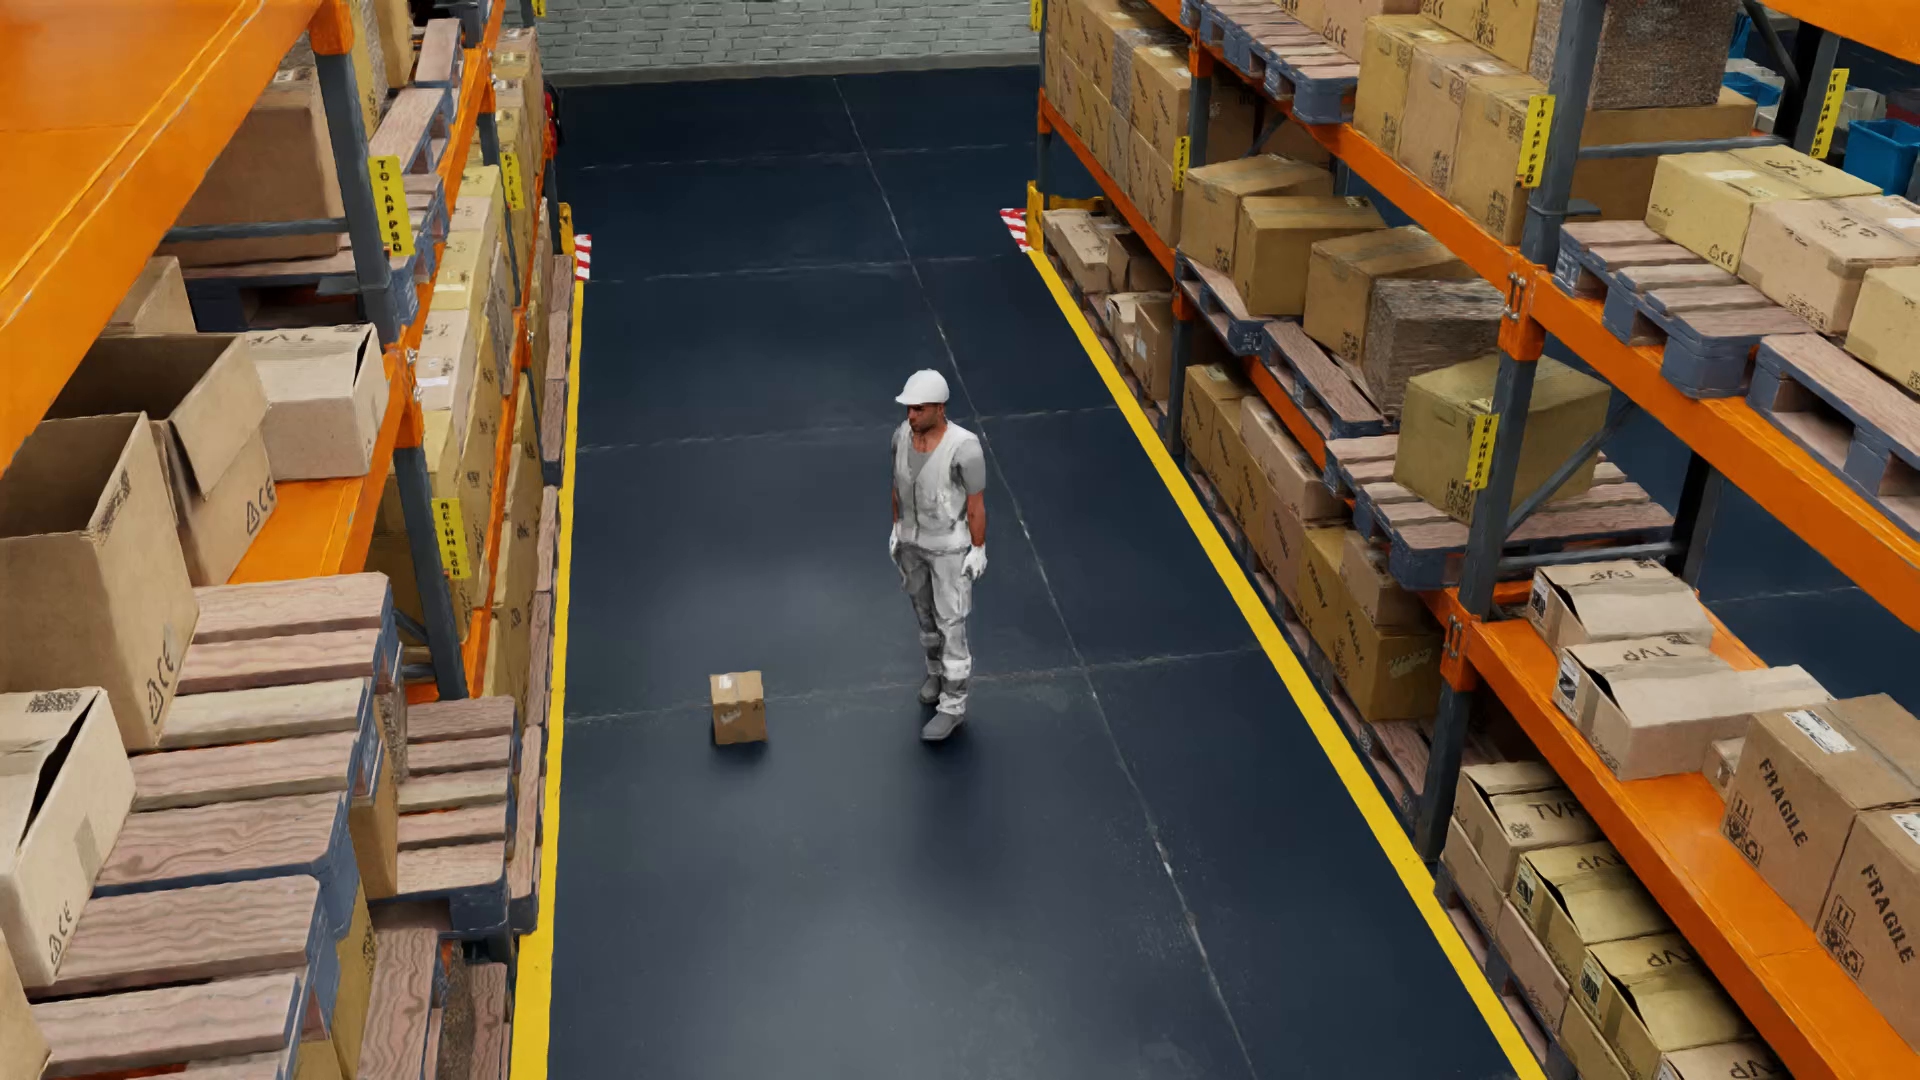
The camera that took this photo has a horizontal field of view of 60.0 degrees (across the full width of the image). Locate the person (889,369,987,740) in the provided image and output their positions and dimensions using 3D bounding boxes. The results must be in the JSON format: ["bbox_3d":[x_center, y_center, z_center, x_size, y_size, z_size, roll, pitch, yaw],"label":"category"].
[{"bbox_3d":[-0.189,0.072,7.976,0.581,1.789,0.608,19,36,29],"label":"person"}]
